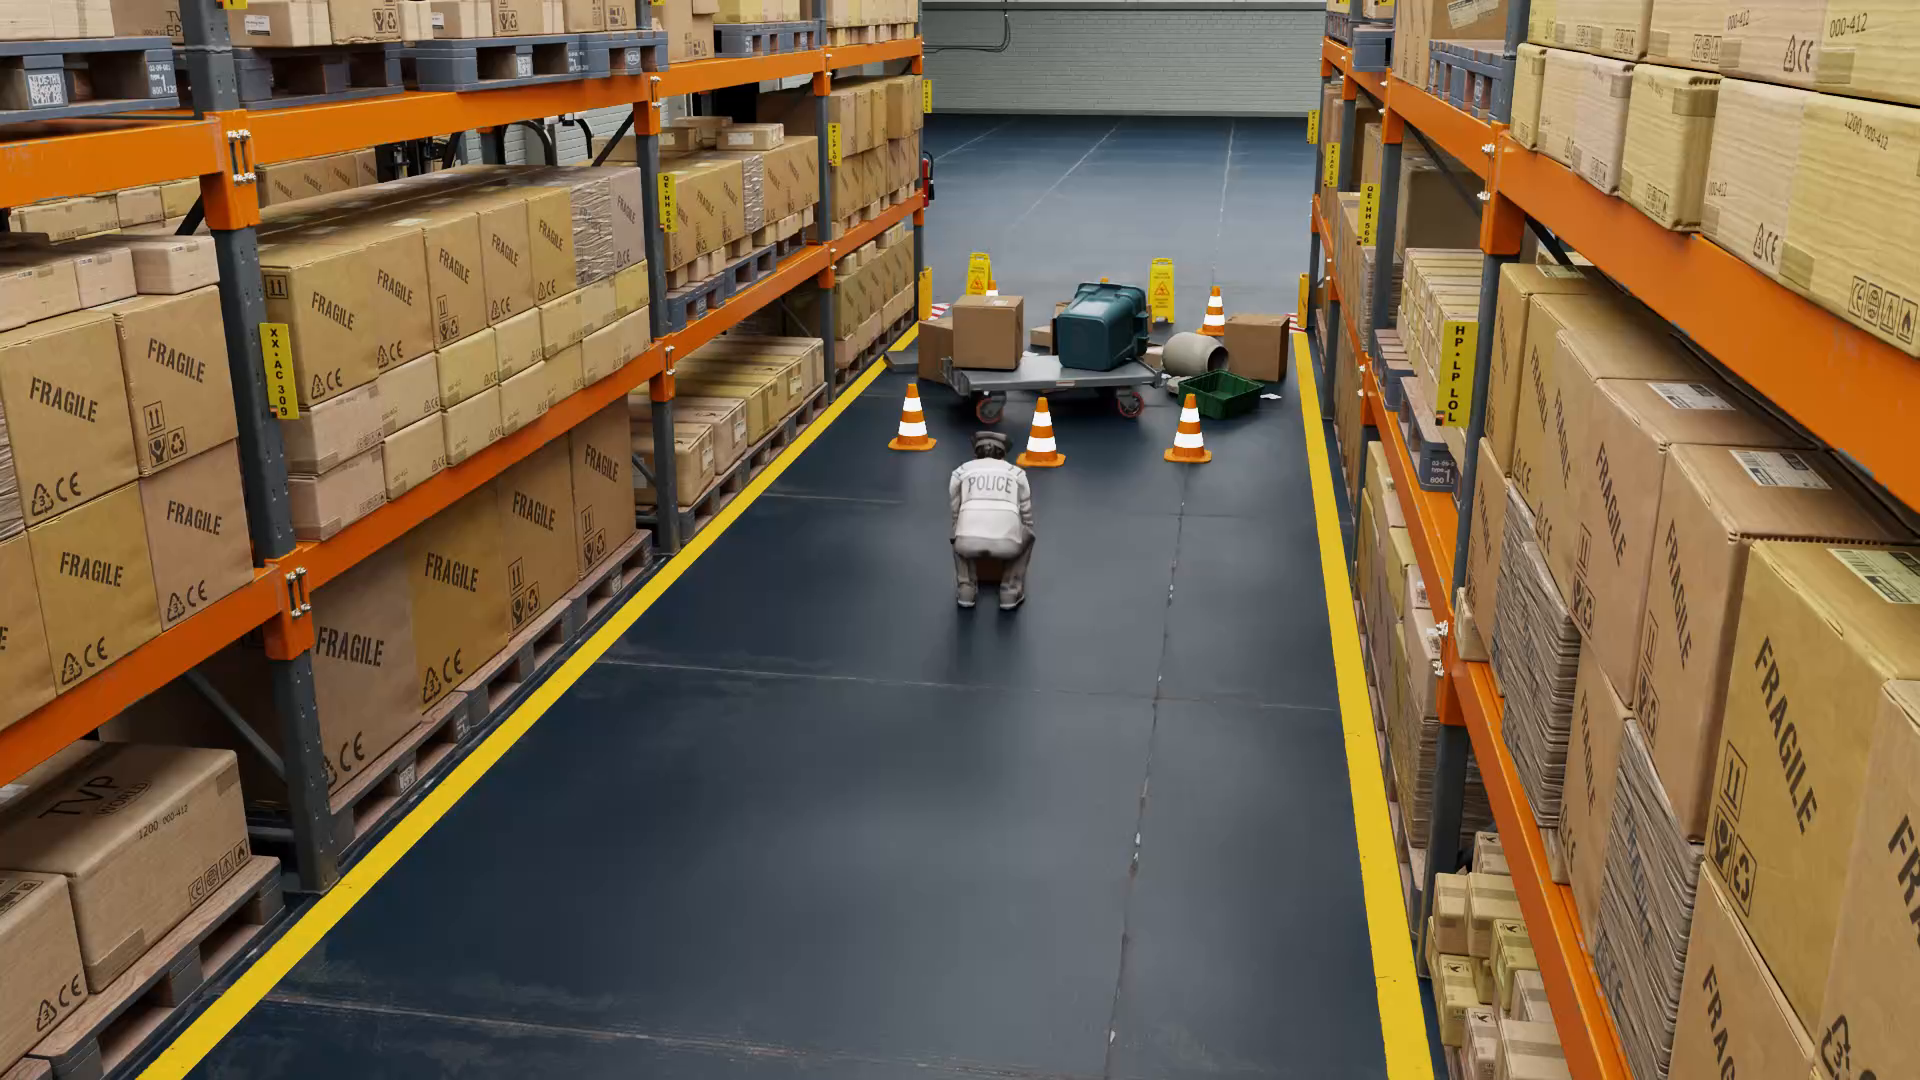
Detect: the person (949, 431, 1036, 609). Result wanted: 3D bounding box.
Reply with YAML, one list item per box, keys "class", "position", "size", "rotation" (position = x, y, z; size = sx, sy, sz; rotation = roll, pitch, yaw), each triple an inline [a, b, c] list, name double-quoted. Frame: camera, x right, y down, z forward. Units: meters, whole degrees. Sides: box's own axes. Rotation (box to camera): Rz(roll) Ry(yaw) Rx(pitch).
- class: "person"
  position: [0.170, -0.113, 9.191]
  size: [0.486, 0.876, 0.857]
  rotation: [3, 18, 9]
